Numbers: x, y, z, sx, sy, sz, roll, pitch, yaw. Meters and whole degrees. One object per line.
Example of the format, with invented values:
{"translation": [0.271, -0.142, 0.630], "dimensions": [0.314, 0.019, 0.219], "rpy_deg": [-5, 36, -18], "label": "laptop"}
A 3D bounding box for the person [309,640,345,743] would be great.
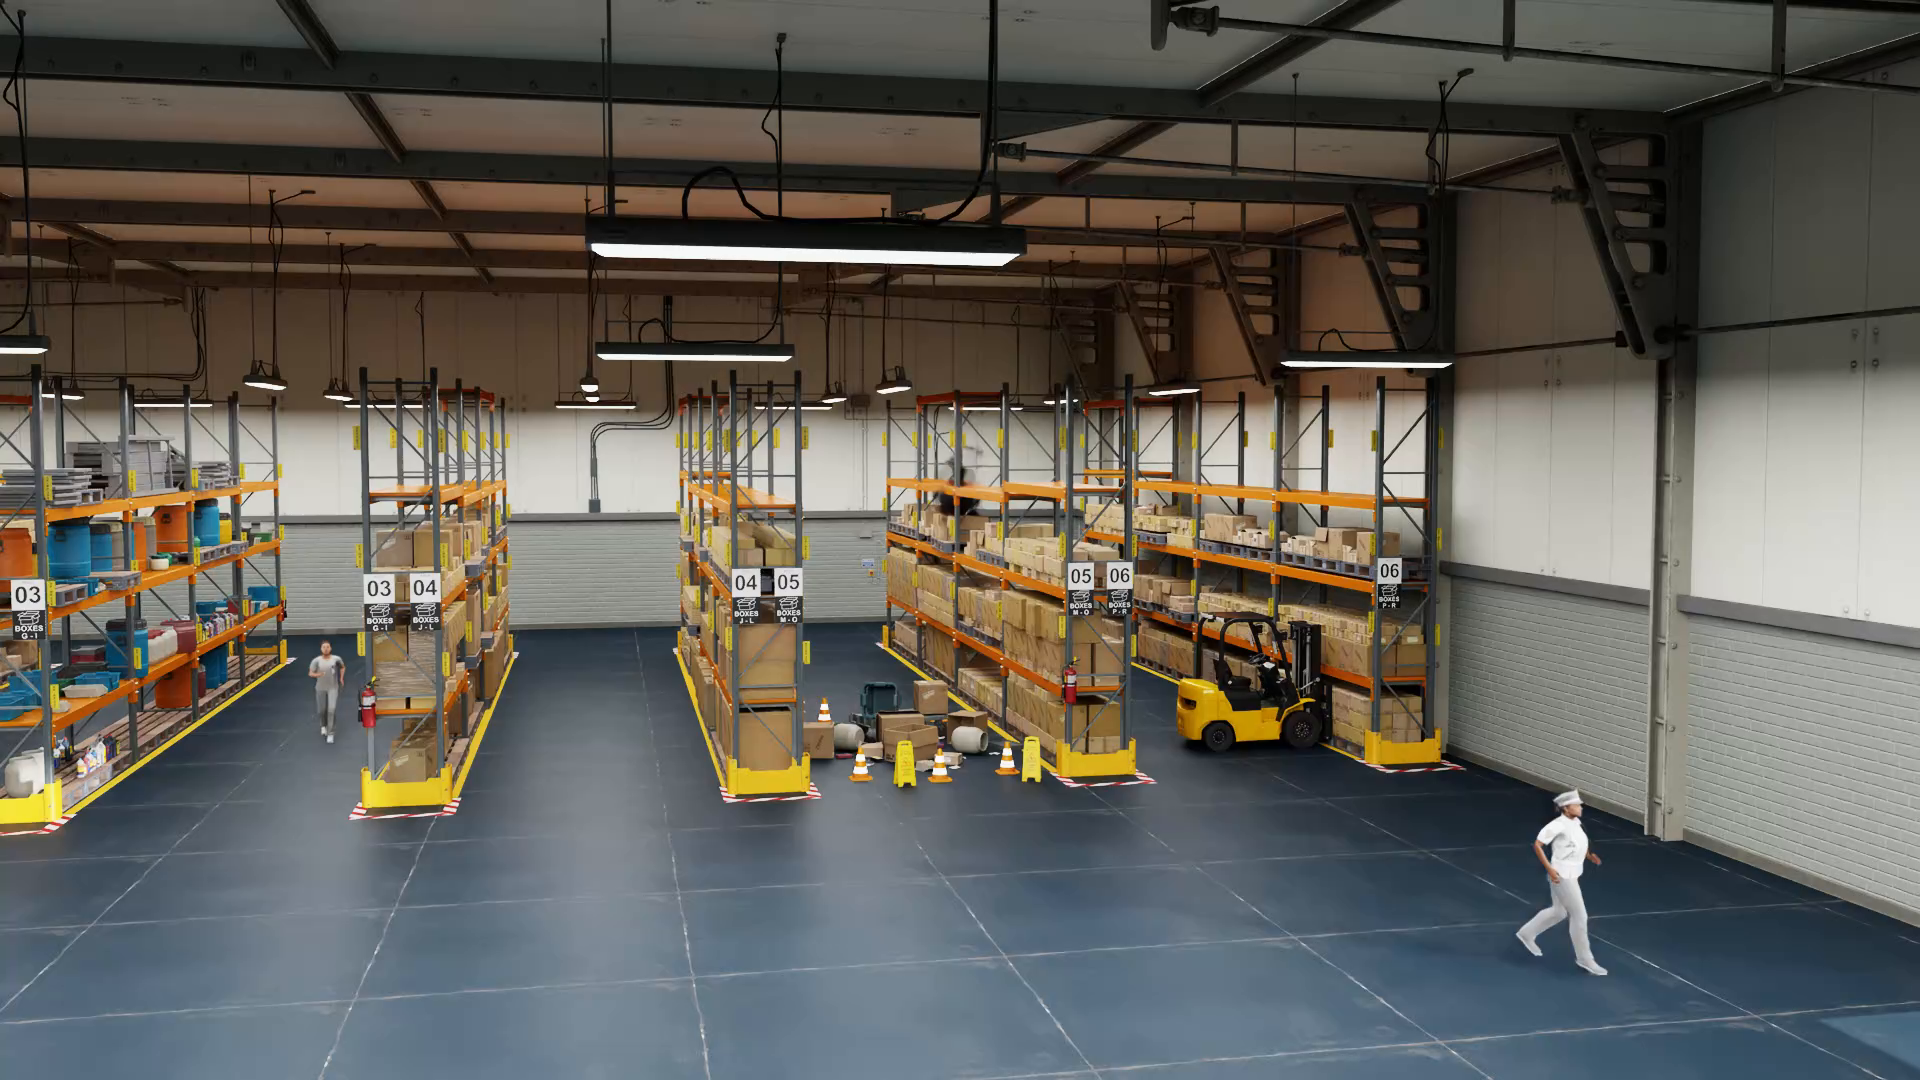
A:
{"translation": [-10.539, 2.494, 27.704], "dimensions": [0.564, 1.653, 0.970], "rpy_deg": [-1, 4, -19], "label": "person"}

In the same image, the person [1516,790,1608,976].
{"translation": [5.742, 3.210, 15.835], "dimensions": [0.882, 1.714, 0.579], "rpy_deg": [2, 4, 34], "label": "person"}
